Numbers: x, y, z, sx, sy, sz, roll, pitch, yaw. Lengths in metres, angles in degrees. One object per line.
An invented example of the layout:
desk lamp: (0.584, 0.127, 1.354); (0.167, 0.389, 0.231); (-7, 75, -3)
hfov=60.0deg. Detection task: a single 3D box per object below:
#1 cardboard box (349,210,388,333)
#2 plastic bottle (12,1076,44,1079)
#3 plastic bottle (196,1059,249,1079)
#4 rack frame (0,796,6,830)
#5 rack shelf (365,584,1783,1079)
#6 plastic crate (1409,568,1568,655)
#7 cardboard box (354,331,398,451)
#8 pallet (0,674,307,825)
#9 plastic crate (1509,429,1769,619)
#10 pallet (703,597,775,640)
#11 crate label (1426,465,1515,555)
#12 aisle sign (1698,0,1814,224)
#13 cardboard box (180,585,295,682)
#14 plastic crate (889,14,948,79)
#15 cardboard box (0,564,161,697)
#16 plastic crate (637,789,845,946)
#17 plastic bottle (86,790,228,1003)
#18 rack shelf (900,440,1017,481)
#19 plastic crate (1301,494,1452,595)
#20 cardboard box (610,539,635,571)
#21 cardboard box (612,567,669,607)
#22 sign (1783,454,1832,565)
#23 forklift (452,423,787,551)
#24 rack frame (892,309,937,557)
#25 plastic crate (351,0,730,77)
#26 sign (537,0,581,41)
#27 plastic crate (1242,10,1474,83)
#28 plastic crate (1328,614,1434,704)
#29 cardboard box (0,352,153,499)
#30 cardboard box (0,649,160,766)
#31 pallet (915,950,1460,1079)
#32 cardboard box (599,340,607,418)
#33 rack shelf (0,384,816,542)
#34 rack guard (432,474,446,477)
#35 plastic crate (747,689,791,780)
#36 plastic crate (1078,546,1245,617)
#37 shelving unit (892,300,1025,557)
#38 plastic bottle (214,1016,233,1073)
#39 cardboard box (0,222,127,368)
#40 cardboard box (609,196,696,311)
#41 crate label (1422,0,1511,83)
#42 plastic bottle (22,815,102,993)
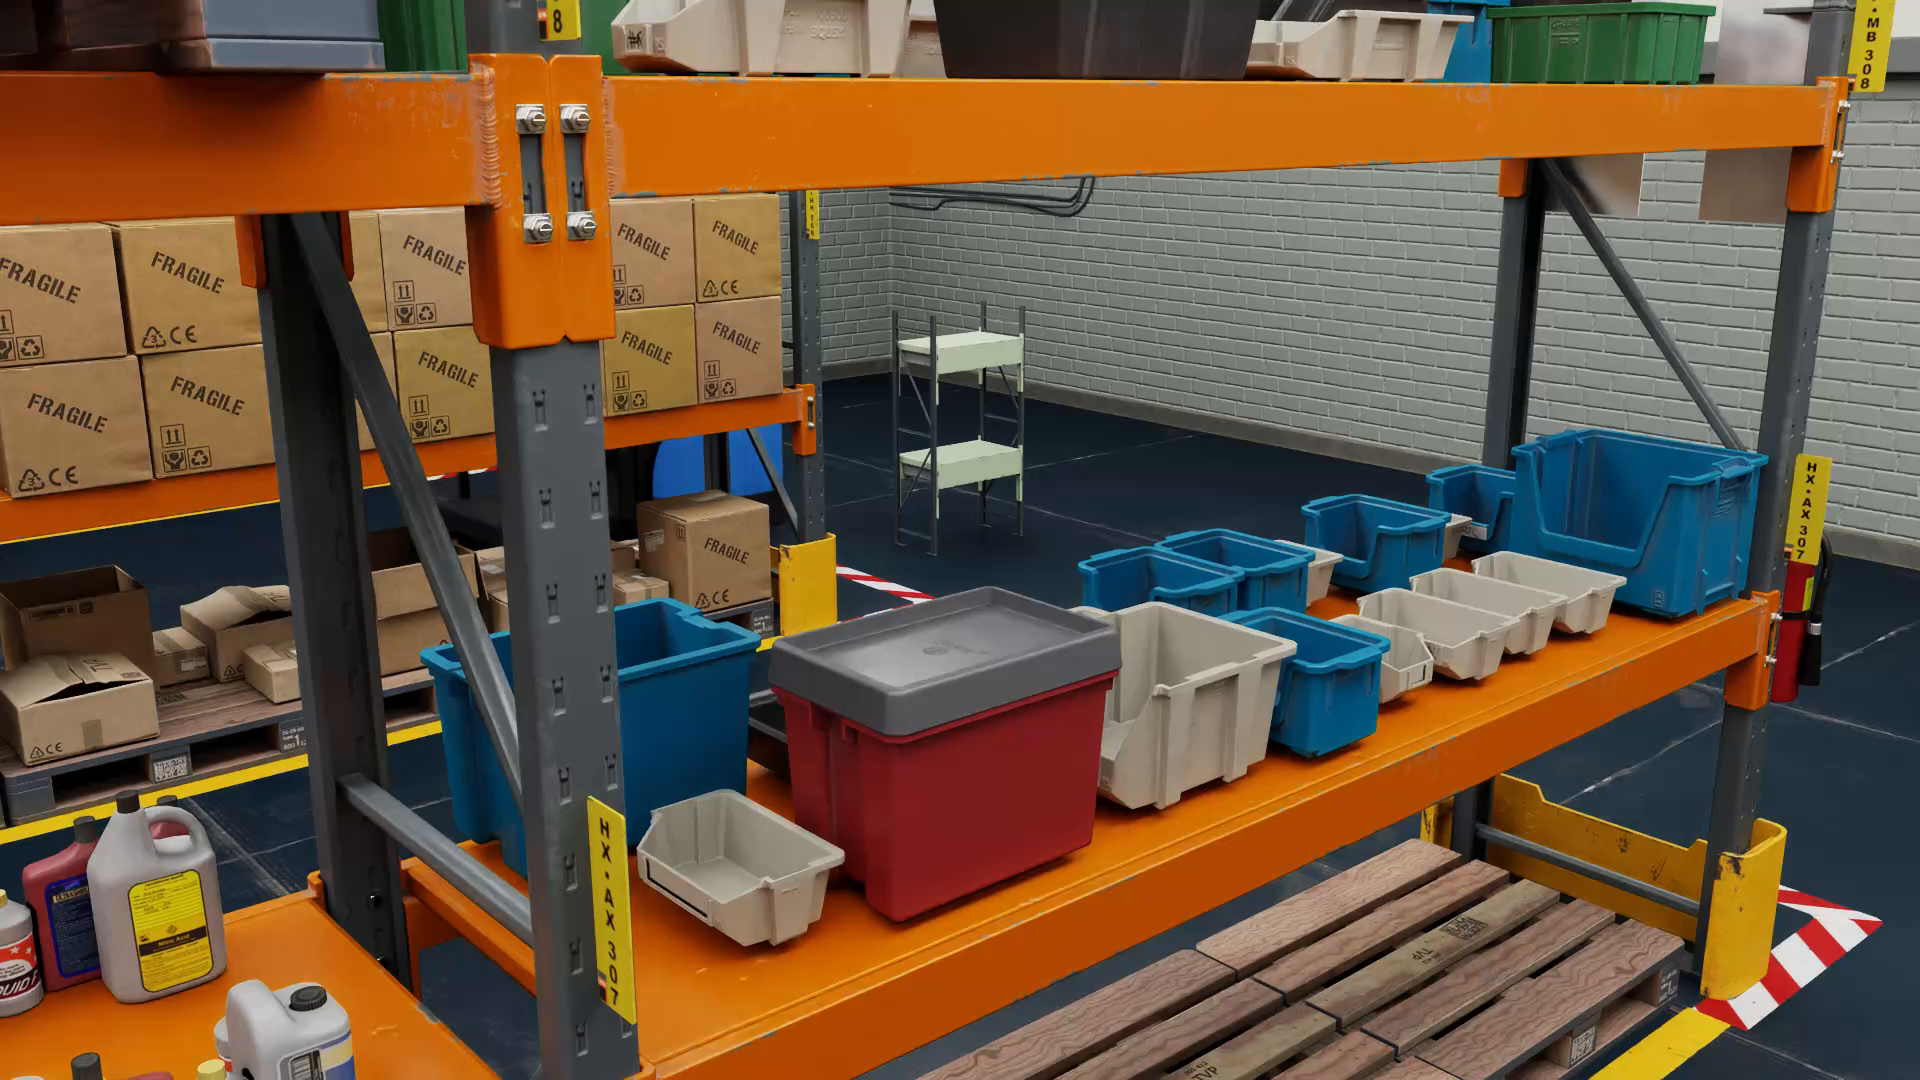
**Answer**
cardboard box: (-2.794, -1.135, 7.055); (0.500, 0.500, 0.500); (-13, 20, -41)
plastic bottle: (-1.223, 0.813, 2.136); (0.135, 0.276, 0.152); (-13, 19, -39)
plastic bottle: (-1.017, 0.812, 2.284); (0.097, 0.201, 0.097); (0, 15, 0)
rack frame: (-4.111, -0.404, 6.450); (0.127, 3.000, 1.000); (-13, 19, -39)
rack shelf: (0.647, 0.570, 4.198); (4.000, 0.370, 1.077); (-13, 19, -39)
plastic crate: (1.431, 0.202, 4.578); (0.243, 0.136, 0.396); (-13, 19, -39)
cardboard box: (-2.785, -0.657, 7.204); (0.500, 0.500, 0.500); (-13, 20, -40)
pallet: (-3.592, 0.827, 7.244); (1.213, 0.211, 1.003); (-13, 19, -39)
plastic crate: (2.025, -0.070, 5.013); (0.499, 0.435, 0.616); (-13, 19, -39)
pallet: (-1.752, 0.414, 8.792); (1.213, 0.211, 1.003); (-13, 19, -39)
crate label: (1.753, -0.087, 5.471); (0.303, 0.233, 0.416); (-13, 19, -39)
aisle sign: (2.402, -1.328, 4.870); (0.004, 0.787, 0.394); (-13, 19, -39)
cardboard box: (-3.302, 0.404, 7.783); (0.500, 0.311, 0.500); (-13, 19, -39)
plastic crate: (-0.153, -1.050, 3.568); (0.466, 0.136, 0.293); (-13, 19, -39)
cardboard box: (-3.867, 0.439, 7.283); (0.500, 0.500, 0.500); (-13, 19, -39)
plastic crate: (-0.417, 0.608, 3.054); (0.243, 0.136, 0.396); (-13, 19, -39)
plastic bottle: (-1.371, 0.588, 2.831); (0.185, 0.351, 0.144); (-13, 19, -39)
rack shelf: (-0.005, -0.503, 10.611); (0.686, 0.124, 0.368); (-13, 19, -39)
plastic crate: (1.256, 0.025, 5.054); (0.300, 0.233, 0.416); (-13, 19, -39)
cardboard box: (-2.067, 0.156, 8.829); (0.500, 0.250, 0.500); (-13, 19, -39)
cardboard box: (-1.707, 0.266, 8.580); (0.250, 0.166, 0.380); (-13, 19, -39)
sign: (2.529, -0.091, 4.962); (0.005, 0.325, 0.100); (-13, 19, -39)
forklift: (-2.546, -1.286, 9.884); (3.031, 2.935, 1.130); (-14, 20, -42)
rack frame: (-0.281, -0.661, 10.320); (0.023, 1.500, 0.400); (-13, 19, -39)
plastic crate: (-0.741, -0.916, 2.966); (0.662, 0.188, 0.450); (-13, 19, -39)
sign: (-0.503, -0.785, 2.047); (0.005, 0.325, 0.100); (-13, 19, -39)
plastic crate: (0.759, -1.040, 3.529); (0.530, 0.136, 0.437); (-13, 19, -39)
plastic crate: (1.026, 0.307, 4.182); (0.250, 0.136, 0.298); (-13, 19, -39)
cardboard box: (-3.548, -0.485, 6.561); (0.500, 0.500, 0.500); (-12, 19, -38)
cardboard box: (-3.652, 0.654, 6.848); (0.500, 0.311, 0.500); (-13, 19, -39)
pallet: (0.588, 1.568, 4.469); (1.213, 0.211, 1.003); (-13, 19, -39)
cardboard box: (-2.022, -0.829, 7.847); (0.500, 0.500, 0.500); (-12, 19, -39)
rack shelf: (-2.602, -0.395, 7.811); (4.000, 0.370, 1.077); (-13, 19, -39)
rack guard: (-4.330, -0.842, 12.932); (0.348, 0.500, 1.175); (-13, 19, -39)
plastic crate: (-0.194, 0.423, 3.770); (0.590, 0.125, 0.437); (-13, 19, -39)
plastic crate: (0.533, 0.187, 4.446); (0.300, 0.233, 0.416); (-13, 19, -39)
shelving unit: (-0.005, -0.723, 10.552); (0.755, 1.500, 0.431); (-13, 19, -39)
plastic bottle: (-1.043, 0.766, 2.456); (0.097, 0.201, 0.097); (0, 15, 0)
cardboard box: (-3.571, -0.960, 6.401); (0.500, 0.500, 0.500); (-12, 19, -38)
cardboard box: (-1.629, -1.398, 8.041); (0.500, 0.500, 0.500); (-12, 19, -38)
crate label: (1.247, -1.401, 4.656); (0.502, 0.251, 0.408); (-13, 19, -39)
plastic bottle: (-1.520, 0.619, 2.846); (0.133, 0.283, 0.061); (-13, 19, -39)
